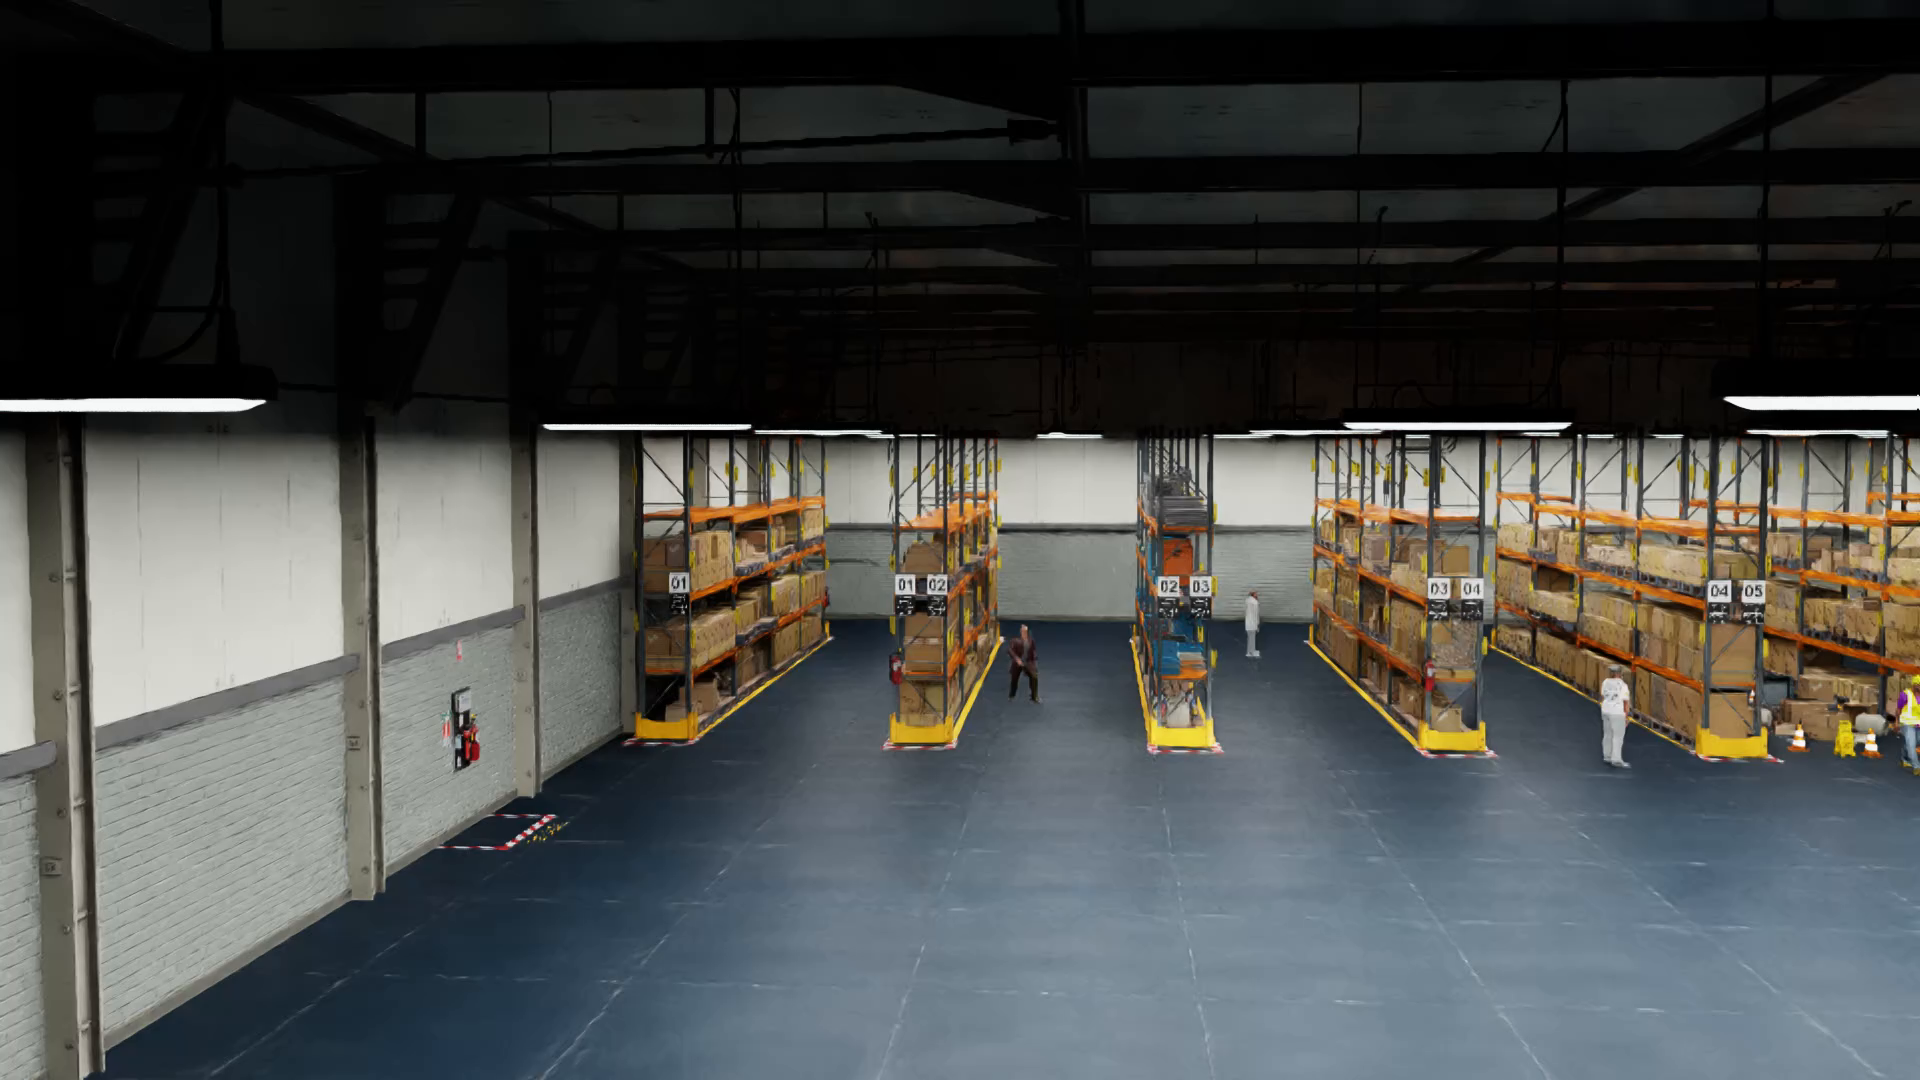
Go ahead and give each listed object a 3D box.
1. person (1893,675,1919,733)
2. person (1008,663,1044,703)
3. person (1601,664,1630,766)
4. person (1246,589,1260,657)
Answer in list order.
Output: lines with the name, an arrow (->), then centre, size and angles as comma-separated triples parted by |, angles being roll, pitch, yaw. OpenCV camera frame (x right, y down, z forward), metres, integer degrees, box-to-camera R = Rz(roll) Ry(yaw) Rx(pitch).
person -> 16.415, 2.840, 28.530 | 0.577, 1.076, 0.451 | 0, 3, 3
person -> 1.401, 3.021, 36.210 | 0.667, 1.030, 0.891 | -1, 4, -12
person -> 11.586, 3.071, 29.295 | 0.450, 1.762, 0.556 | -2, 4, -25
person -> 7.778, 2.173, 43.938 | 0.522, 1.790, 0.639 | -1, 4, -15
